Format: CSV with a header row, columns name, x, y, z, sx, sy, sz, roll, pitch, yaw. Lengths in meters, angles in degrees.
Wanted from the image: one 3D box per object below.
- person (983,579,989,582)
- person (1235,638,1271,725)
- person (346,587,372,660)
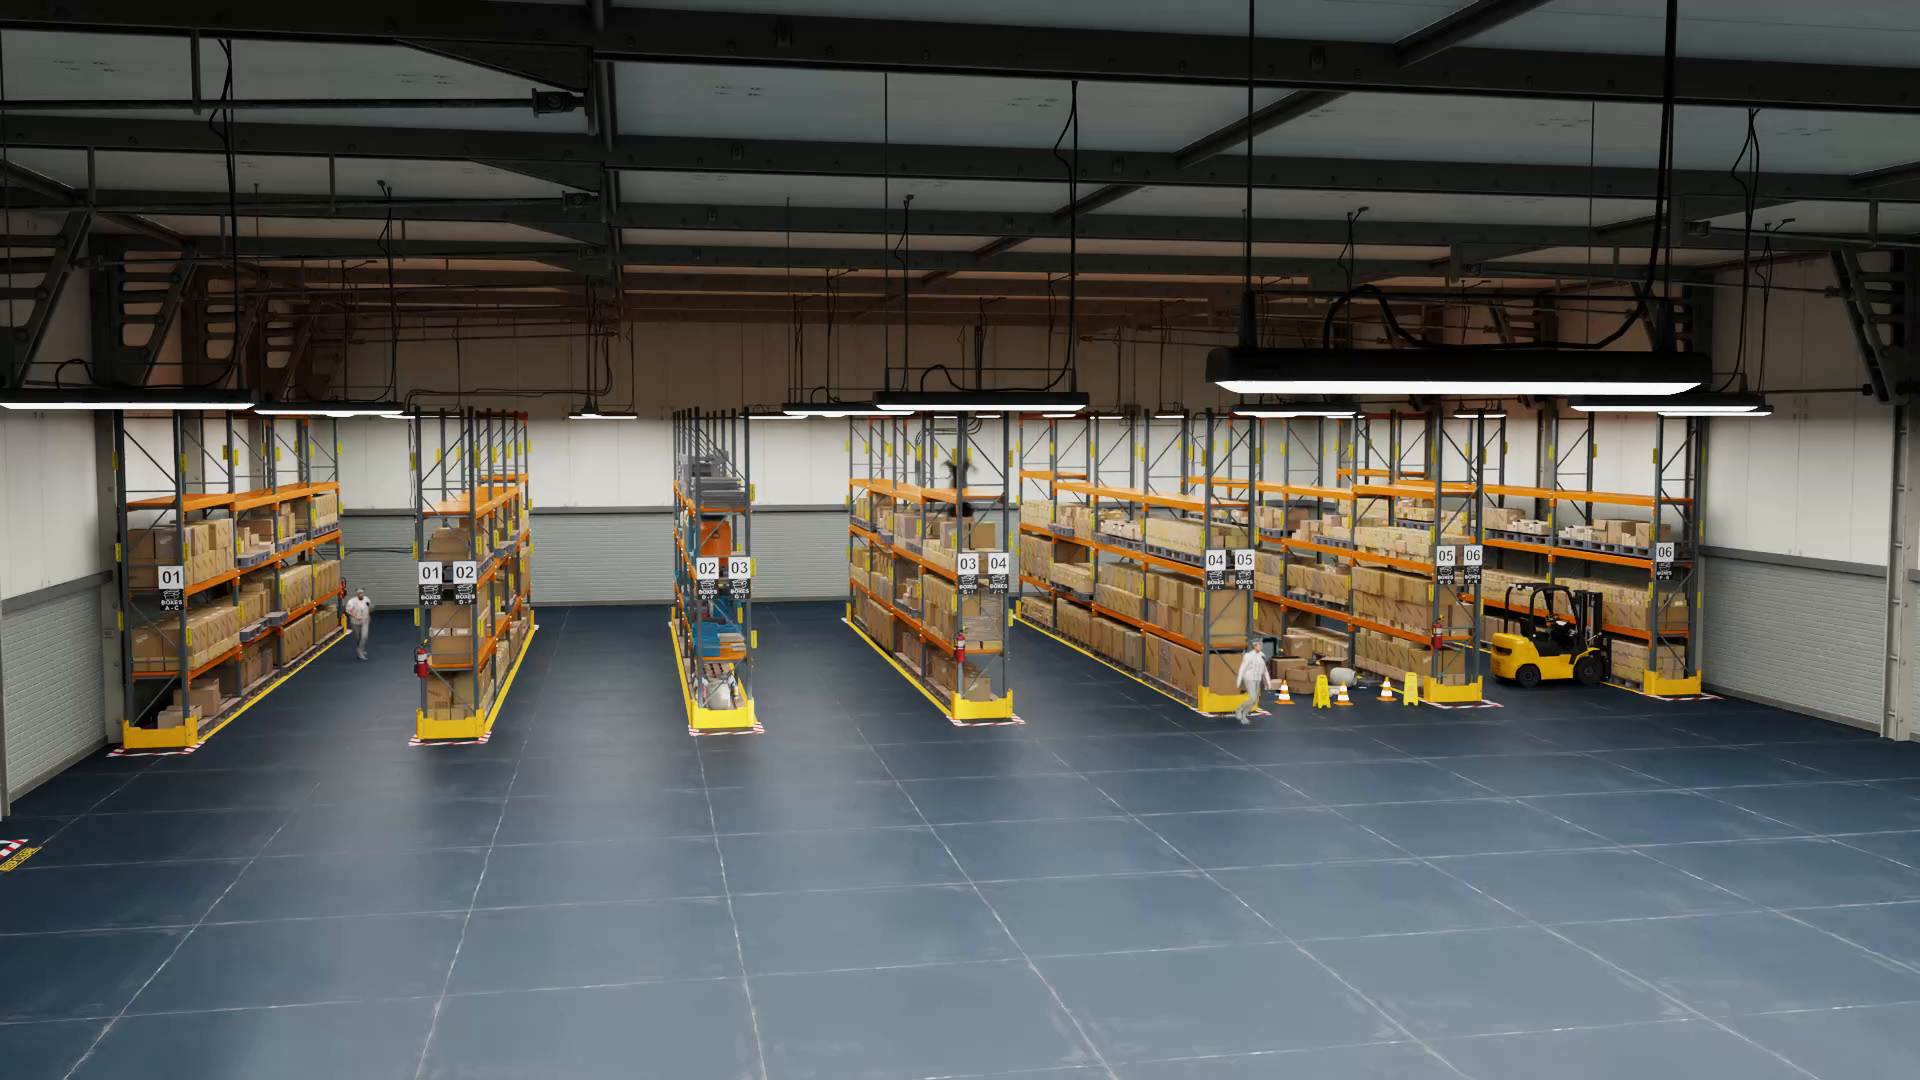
name,x,y,z,sx,sy,sz,roll,pitch,yaw
person,0.729,1.481,47.719,0.683,1.710,0.602,0,4,-5
person,5.544,2.664,31.484,0.600,1.663,0.531,-3,5,-38
person,-14.556,1.997,40.280,0.641,1.753,0.832,-2,5,-28
